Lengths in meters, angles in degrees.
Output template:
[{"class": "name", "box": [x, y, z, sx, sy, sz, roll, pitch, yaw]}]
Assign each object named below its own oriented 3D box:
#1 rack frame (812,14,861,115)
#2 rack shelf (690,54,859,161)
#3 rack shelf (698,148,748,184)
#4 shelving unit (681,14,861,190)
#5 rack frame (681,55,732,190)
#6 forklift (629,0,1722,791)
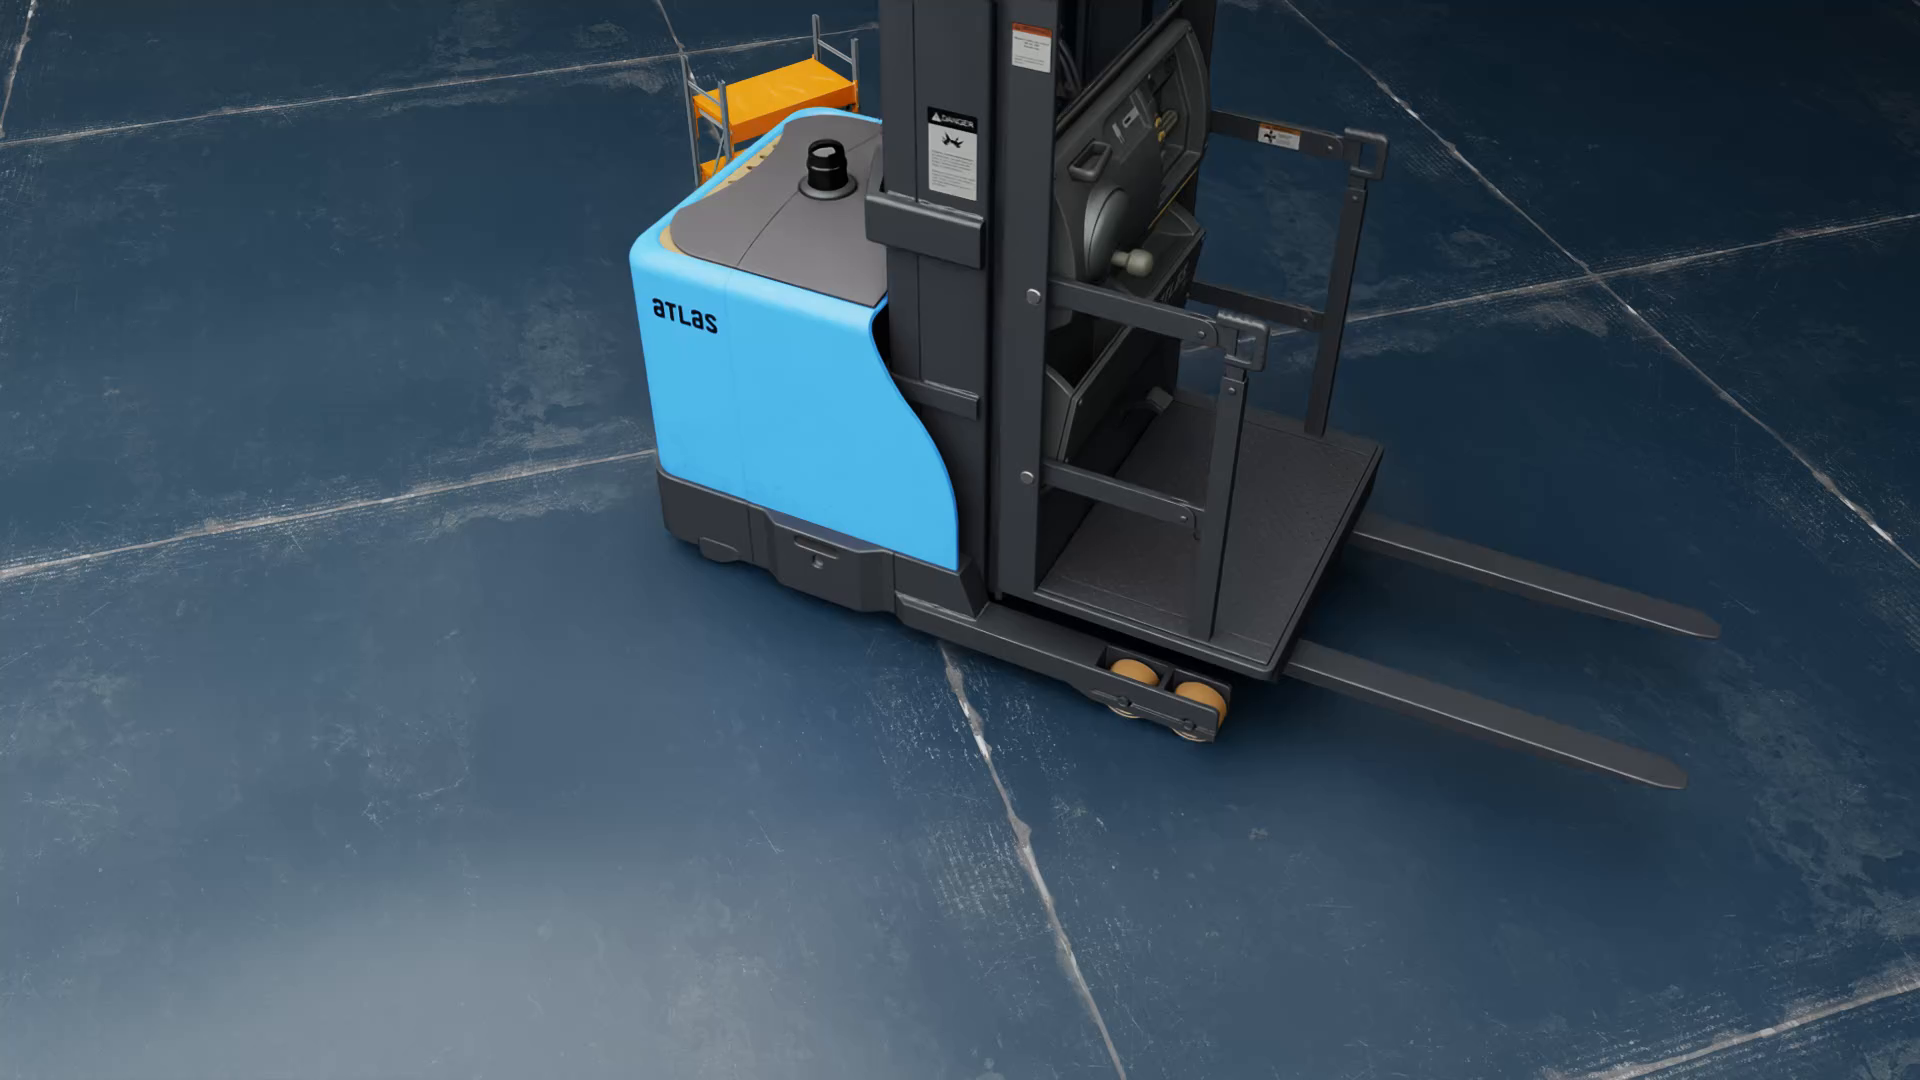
[{"class": "rack frame", "box": [-0.399, -1.181, 5.689, 0.015, 1.200, 0.240, -27, 48, -28]}, {"class": "rack shelf", "box": [-0.592, -1.378, 5.318, 0.480, 0.148, 0.258, -27, 48, -28]}, {"class": "rack shelf", "box": [-0.592, -1.200, 5.474, 0.480, 0.148, 0.258, -27, 48, -28]}, {"class": "shelving unit", "box": [-0.592, -1.082, 5.577, 0.503, 1.200, 0.258, -27, 48, -28]}, {"class": "rack frame", "box": [-0.784, -0.984, 5.464, 0.015, 1.200, 0.240, -27, 48, -28]}, {"class": "forklift", "box": [0.624, -0.948, 4.108, 3.031, 2.935, 1.130, 18, 44, 20]}]
